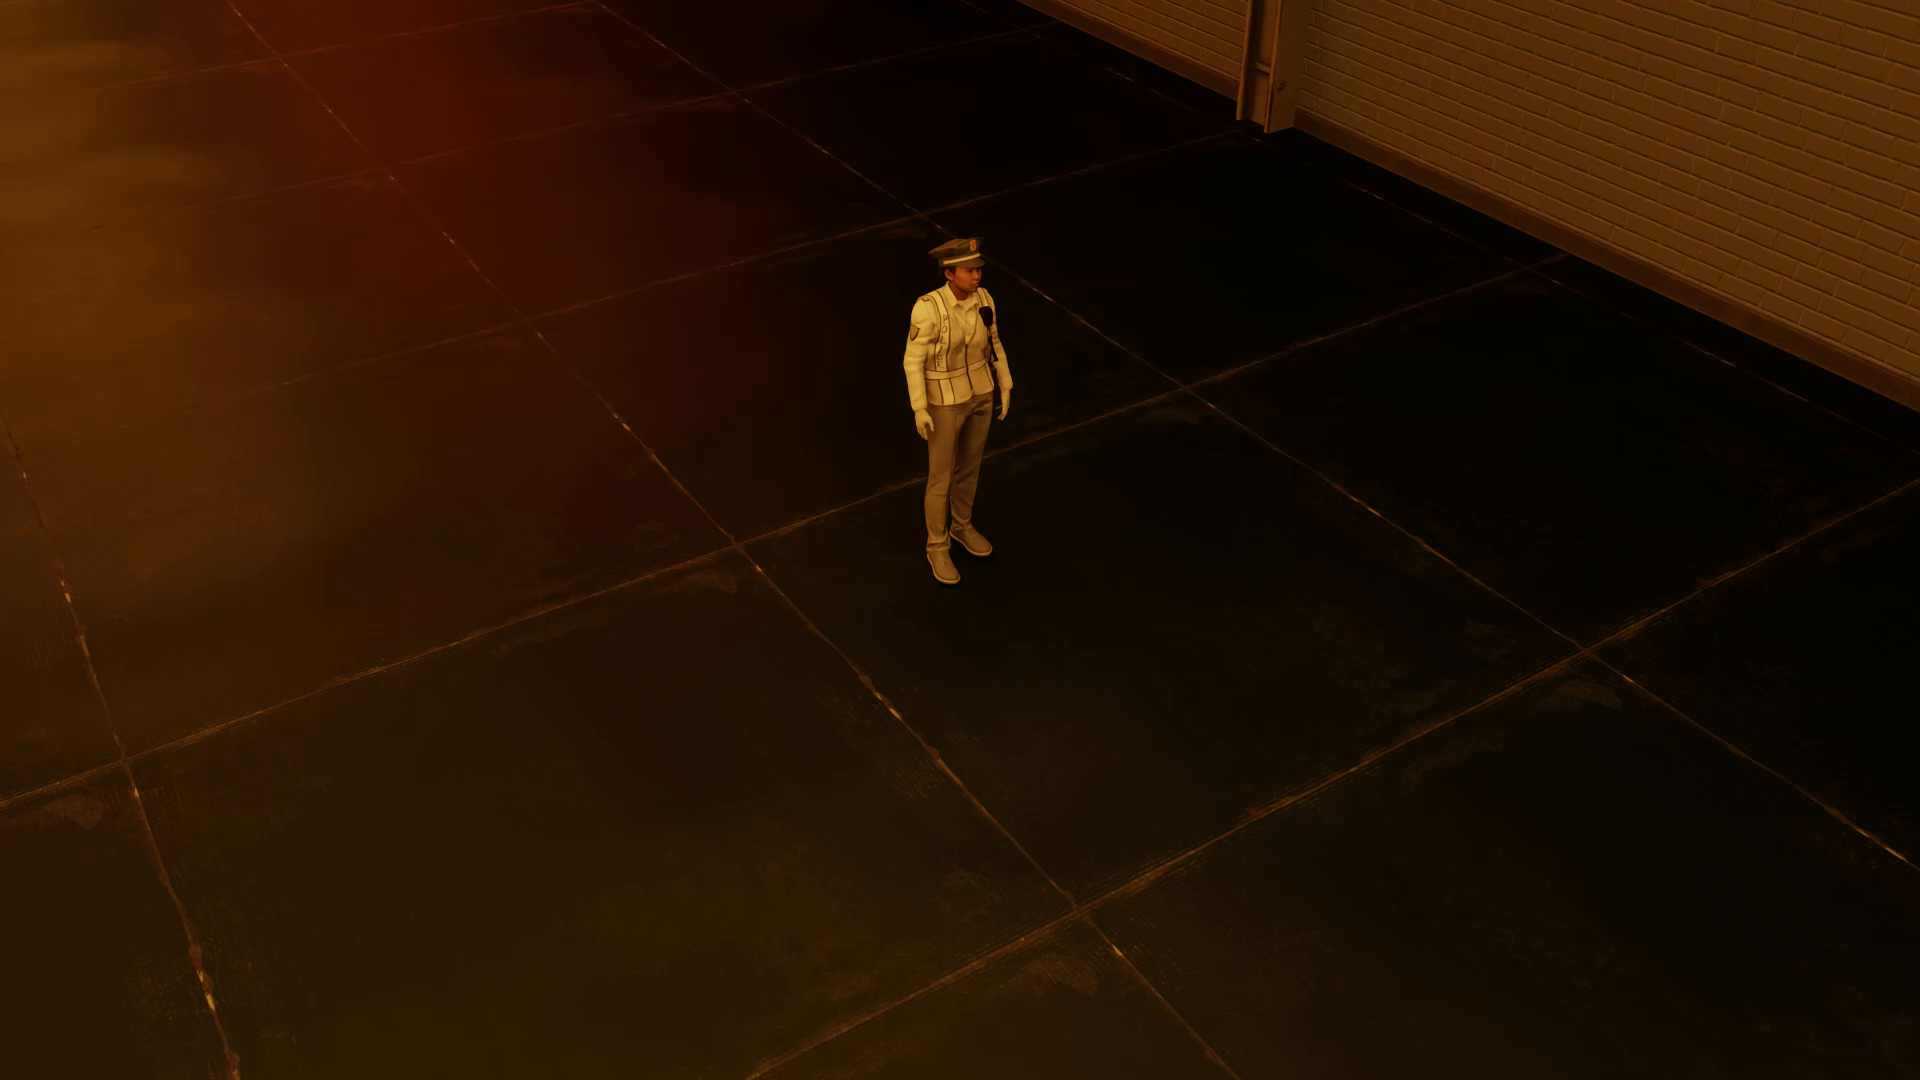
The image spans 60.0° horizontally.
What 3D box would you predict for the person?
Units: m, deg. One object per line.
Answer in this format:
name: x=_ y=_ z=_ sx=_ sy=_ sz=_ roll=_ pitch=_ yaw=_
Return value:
person: x=0.032 y=-0.664 z=8.155 sx=0.586 sy=1.694 sz=0.530 roll=-21 pitch=40 yaw=-27
